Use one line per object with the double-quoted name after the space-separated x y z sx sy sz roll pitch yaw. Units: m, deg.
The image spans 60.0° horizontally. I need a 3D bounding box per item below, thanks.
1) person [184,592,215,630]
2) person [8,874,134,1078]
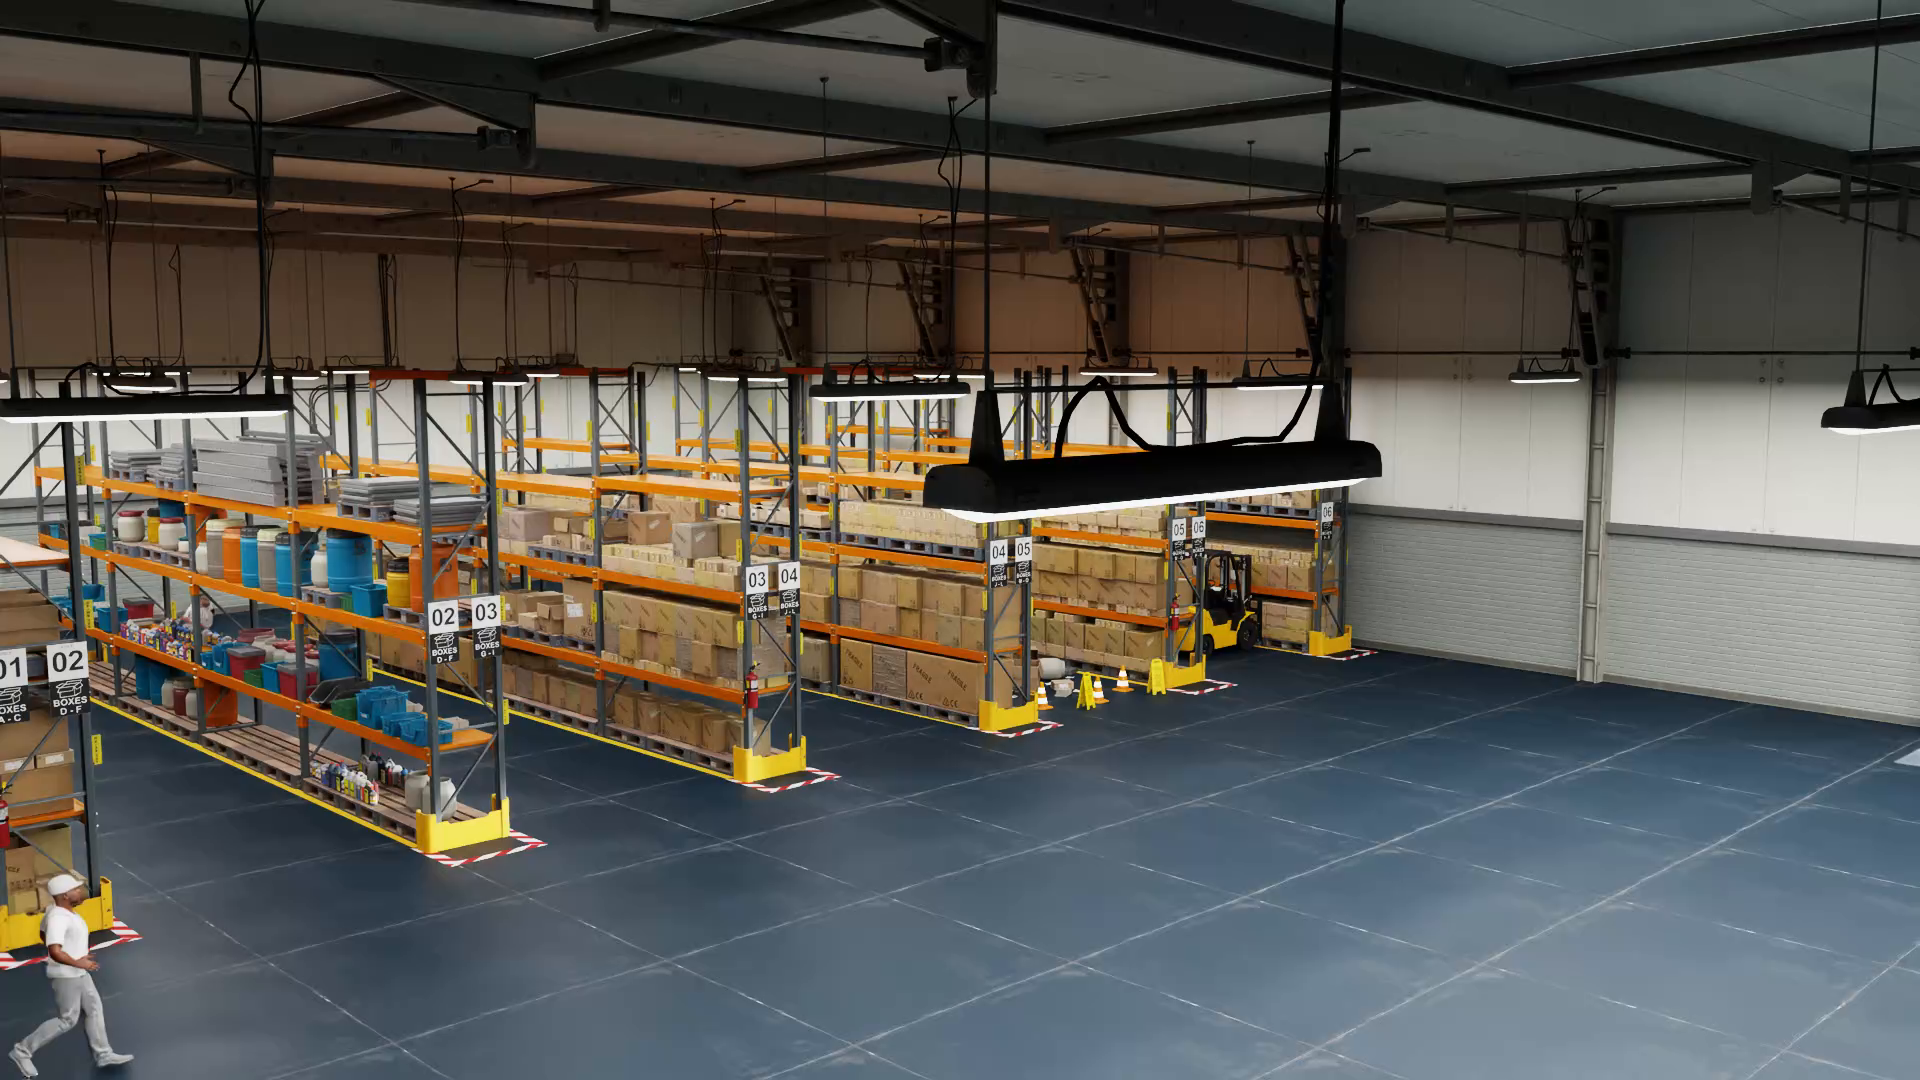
-15.015 1.840 32.701 1.023 1.716 0.694 4 8 32 "person"
-7.842 3.812 14.638 0.962 1.740 0.746 -3 7 -22 "person"
